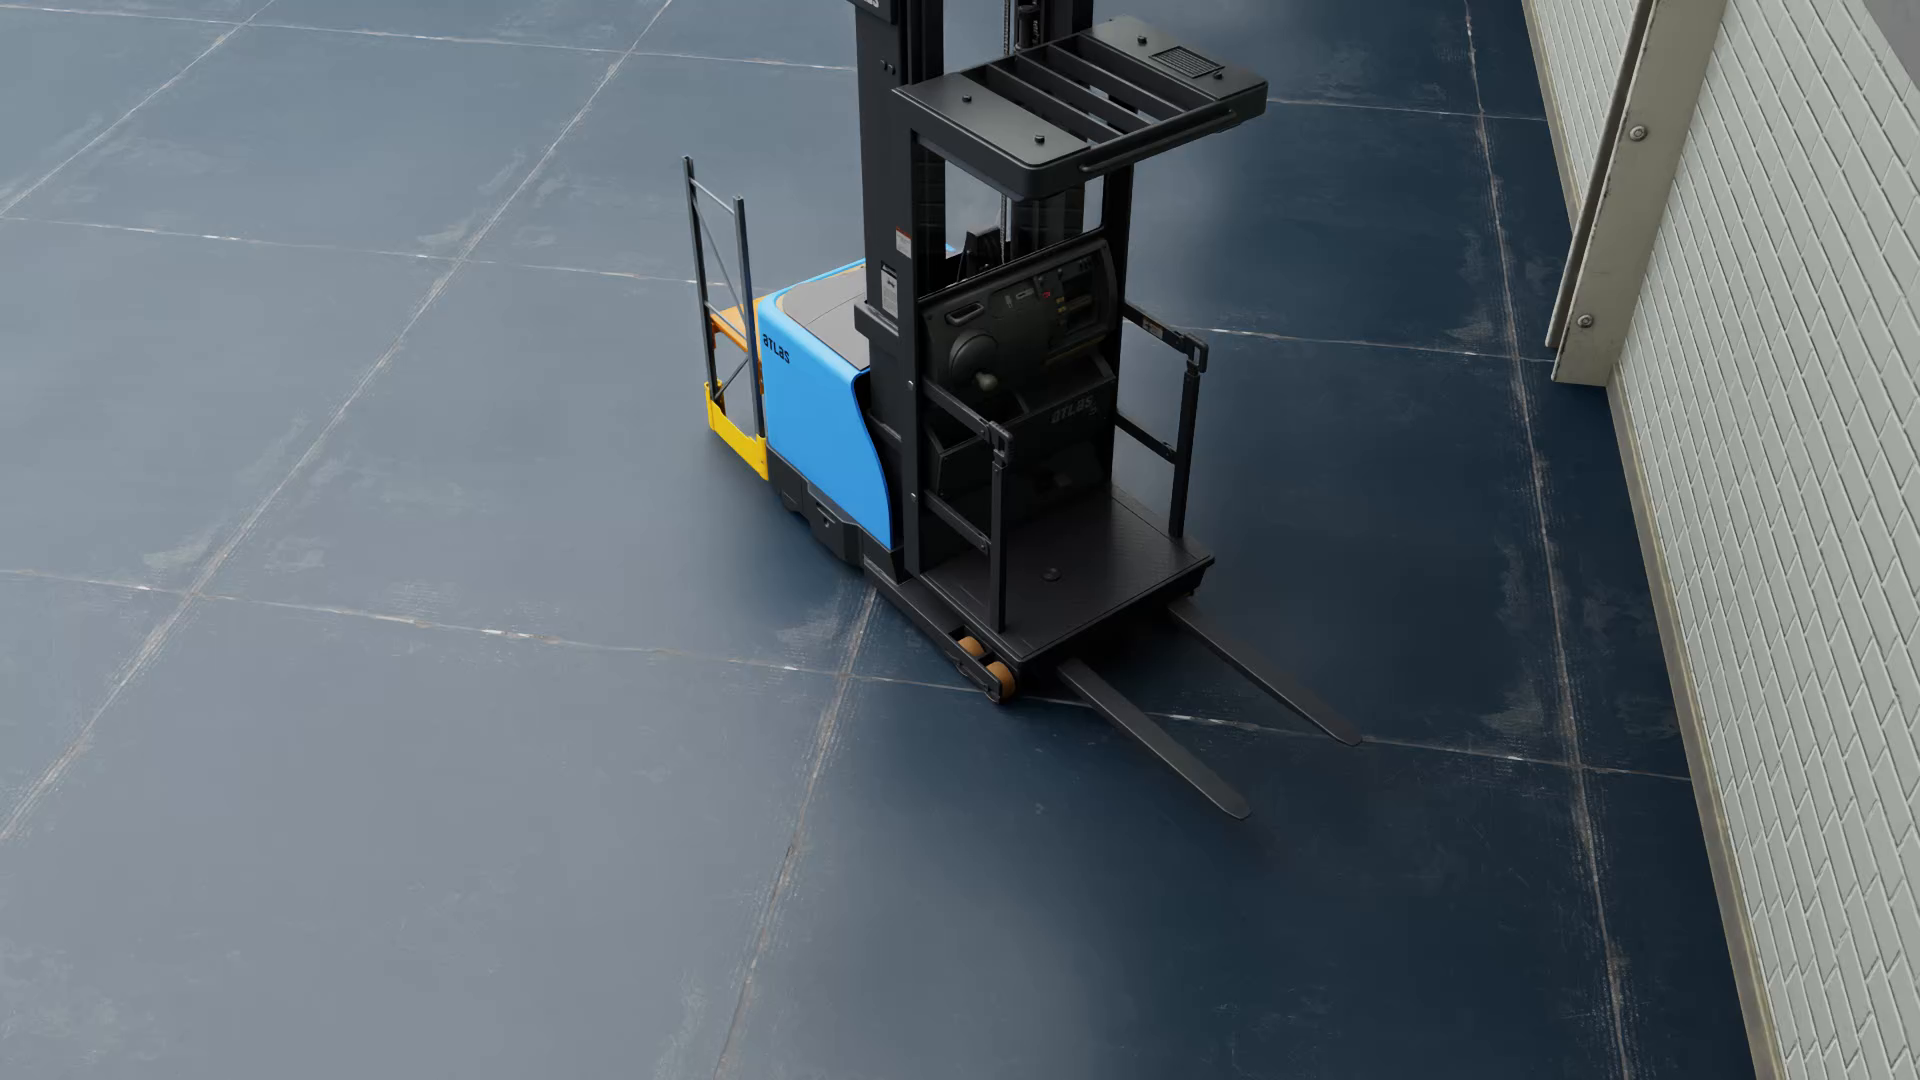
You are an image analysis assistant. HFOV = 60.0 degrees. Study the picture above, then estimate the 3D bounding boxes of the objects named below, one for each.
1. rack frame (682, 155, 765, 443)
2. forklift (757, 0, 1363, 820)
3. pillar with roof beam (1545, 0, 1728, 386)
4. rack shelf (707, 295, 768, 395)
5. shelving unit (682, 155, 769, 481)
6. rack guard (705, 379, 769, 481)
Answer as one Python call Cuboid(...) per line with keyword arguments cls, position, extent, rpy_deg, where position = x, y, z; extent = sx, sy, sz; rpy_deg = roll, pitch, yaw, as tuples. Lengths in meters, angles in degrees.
Cuboid(cls="rack frame", position=(-1.093, -1.022, 7.809), extent=(0.032, 1.500, 0.500), rpy_deg=(-25, 46, -27))
Cuboid(cls="forklift", position=(0.380, -0.816, 6.436), extent=(1.130, 2.935, 3.031), rpy_deg=(-26, 46, -28))
Cuboid(cls="pillar with roof beam", position=(-0.933, -4.886, 6.598), extent=(9.100, 9.000, 0.400), rpy_deg=(6, 40, 8))
Cuboid(cls="rack shelf", position=(-0.681, -1.072, 8.152), extent=(1.000, 0.185, 0.538), rpy_deg=(-25, 46, -27))
Cuboid(cls="shelving unit", position=(-0.673, -1.214, 8.042), extent=(1.083, 1.500, 0.587), rpy_deg=(-25, 46, -27))
Cuboid(cls="rack guard", position=(-1.077, -0.547, 8.216), extent=(0.087, 0.250, 0.587), rpy_deg=(-25, 46, -27))
